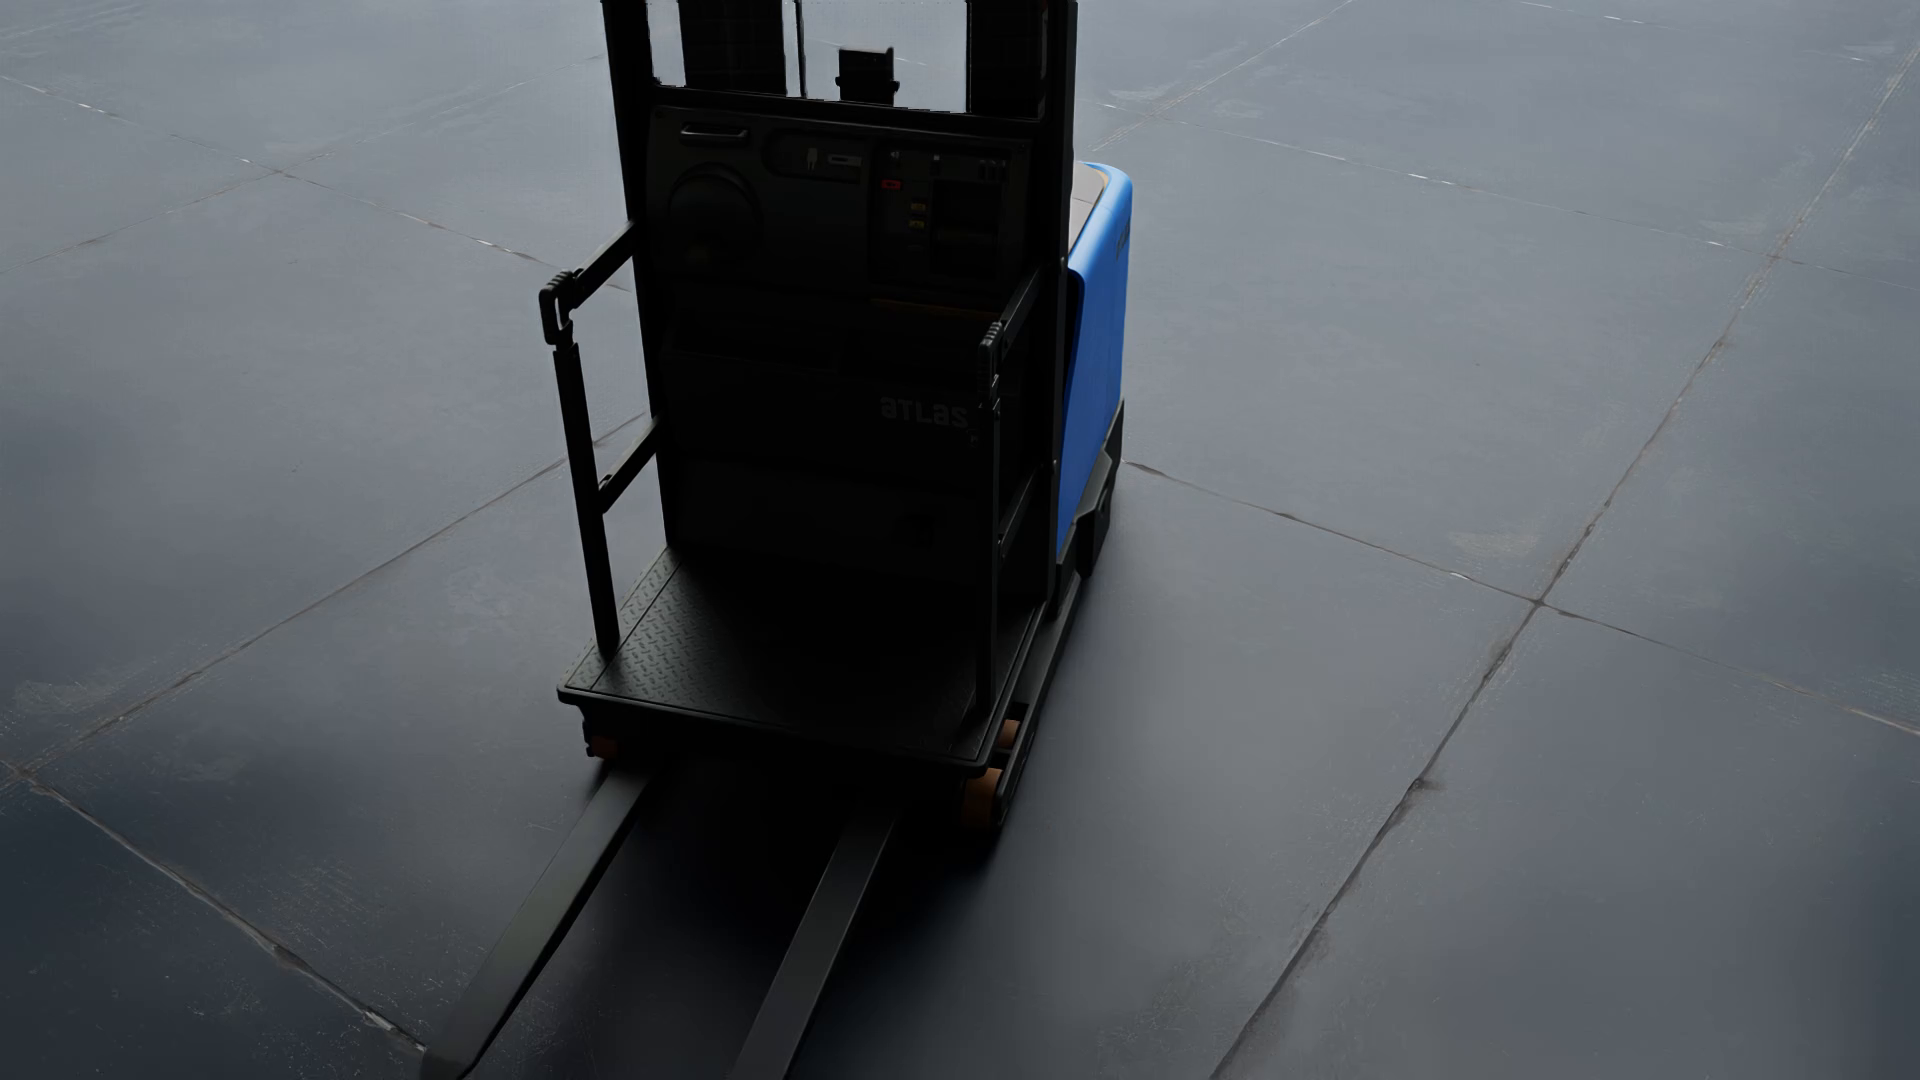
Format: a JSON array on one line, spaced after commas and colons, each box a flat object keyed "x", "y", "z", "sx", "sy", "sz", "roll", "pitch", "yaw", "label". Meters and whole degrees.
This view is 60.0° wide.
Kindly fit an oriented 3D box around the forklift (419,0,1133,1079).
[{"x": -0.346, "y": -0.728, "z": 3.710, "sx": 1.130, "sy": 2.935, "sz": 3.031, "roll": 9, "pitch": 35, "yaw": 13, "label": "forklift"}]
